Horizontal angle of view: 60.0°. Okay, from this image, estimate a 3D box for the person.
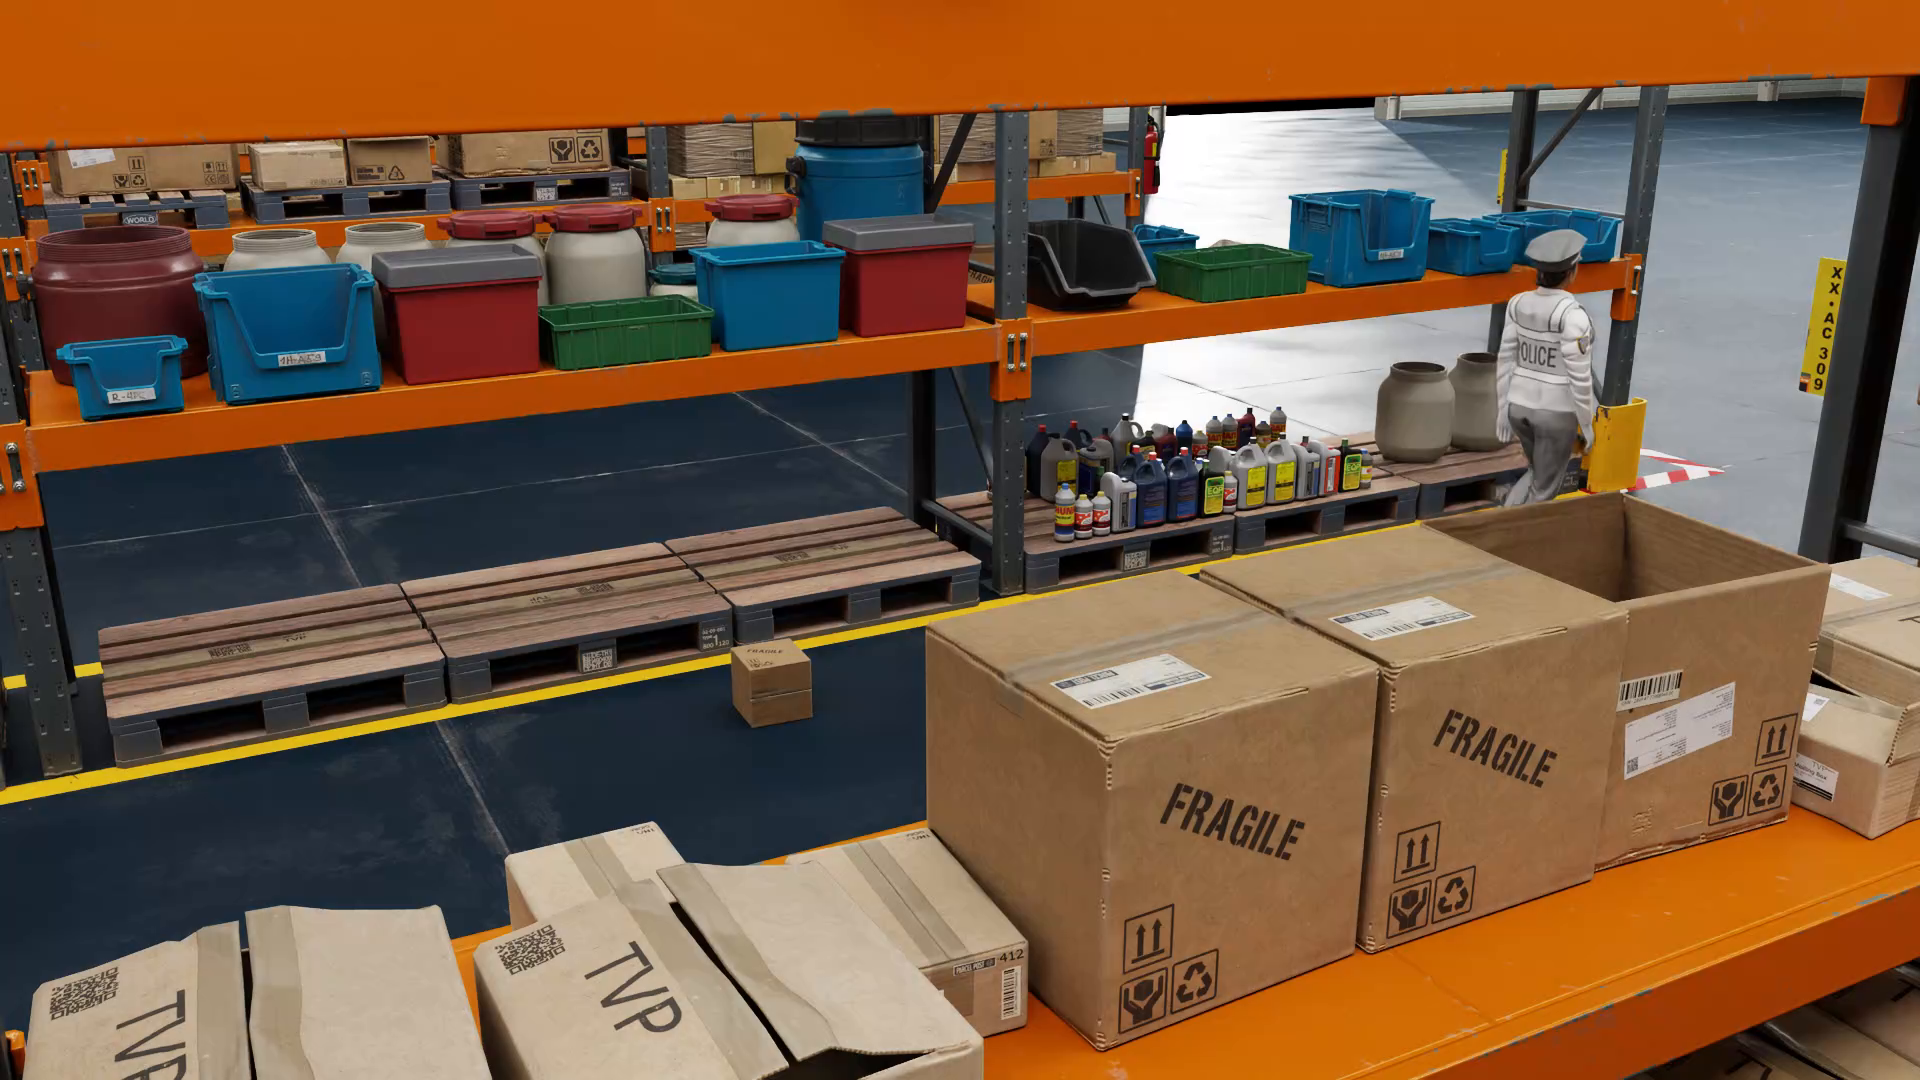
[{"bbox_3d":[2.727,-0.585,7.705,0.432,1.702,0.479,-8,20,-24],"label":"person"}]
